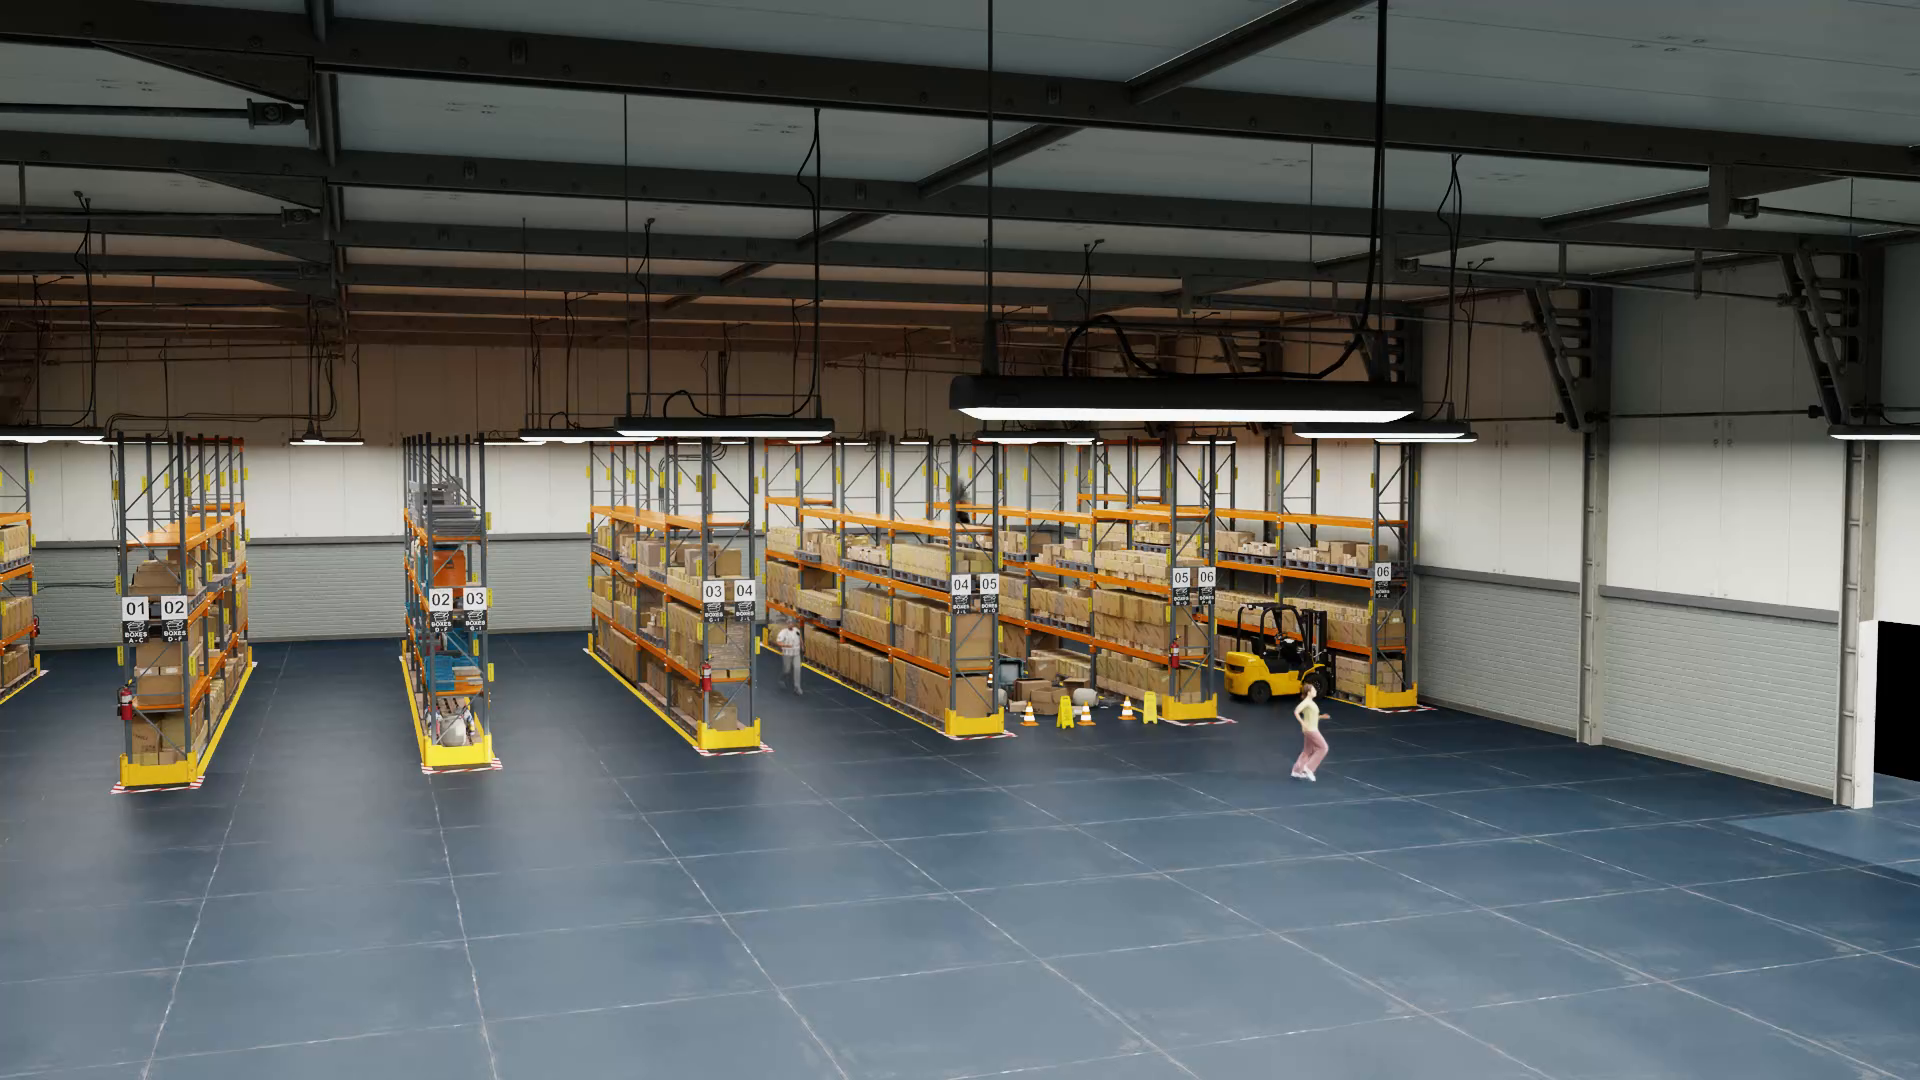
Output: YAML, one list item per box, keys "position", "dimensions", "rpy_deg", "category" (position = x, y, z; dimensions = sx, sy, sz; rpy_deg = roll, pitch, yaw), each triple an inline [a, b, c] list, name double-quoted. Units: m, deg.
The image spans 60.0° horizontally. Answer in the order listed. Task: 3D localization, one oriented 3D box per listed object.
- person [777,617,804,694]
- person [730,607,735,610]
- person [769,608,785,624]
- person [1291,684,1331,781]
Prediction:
- position: [-3.945, 2.674, 38.916]
  dimensions: [0.675, 1.768, 1.032]
  rpy_deg: [-1, 3, -25]
  category: "person"
- position: [-6.735, 2.339, 47.496]
  dimensions: [0.626, 1.522, 0.504]
  rpy_deg: [0, 3, 5]
  category: "person"
- position: [-5.422, 2.121, 49.685]
  dimensions: [0.556, 1.685, 0.787]
  rpy_deg: [0, 3, -8]
  category: "person"
- position: [6.032, 3.299, 28.583]
  dimensions: [0.656, 1.659, 0.549]
  rpy_deg: [1, 3, 14]
  category: "person"
